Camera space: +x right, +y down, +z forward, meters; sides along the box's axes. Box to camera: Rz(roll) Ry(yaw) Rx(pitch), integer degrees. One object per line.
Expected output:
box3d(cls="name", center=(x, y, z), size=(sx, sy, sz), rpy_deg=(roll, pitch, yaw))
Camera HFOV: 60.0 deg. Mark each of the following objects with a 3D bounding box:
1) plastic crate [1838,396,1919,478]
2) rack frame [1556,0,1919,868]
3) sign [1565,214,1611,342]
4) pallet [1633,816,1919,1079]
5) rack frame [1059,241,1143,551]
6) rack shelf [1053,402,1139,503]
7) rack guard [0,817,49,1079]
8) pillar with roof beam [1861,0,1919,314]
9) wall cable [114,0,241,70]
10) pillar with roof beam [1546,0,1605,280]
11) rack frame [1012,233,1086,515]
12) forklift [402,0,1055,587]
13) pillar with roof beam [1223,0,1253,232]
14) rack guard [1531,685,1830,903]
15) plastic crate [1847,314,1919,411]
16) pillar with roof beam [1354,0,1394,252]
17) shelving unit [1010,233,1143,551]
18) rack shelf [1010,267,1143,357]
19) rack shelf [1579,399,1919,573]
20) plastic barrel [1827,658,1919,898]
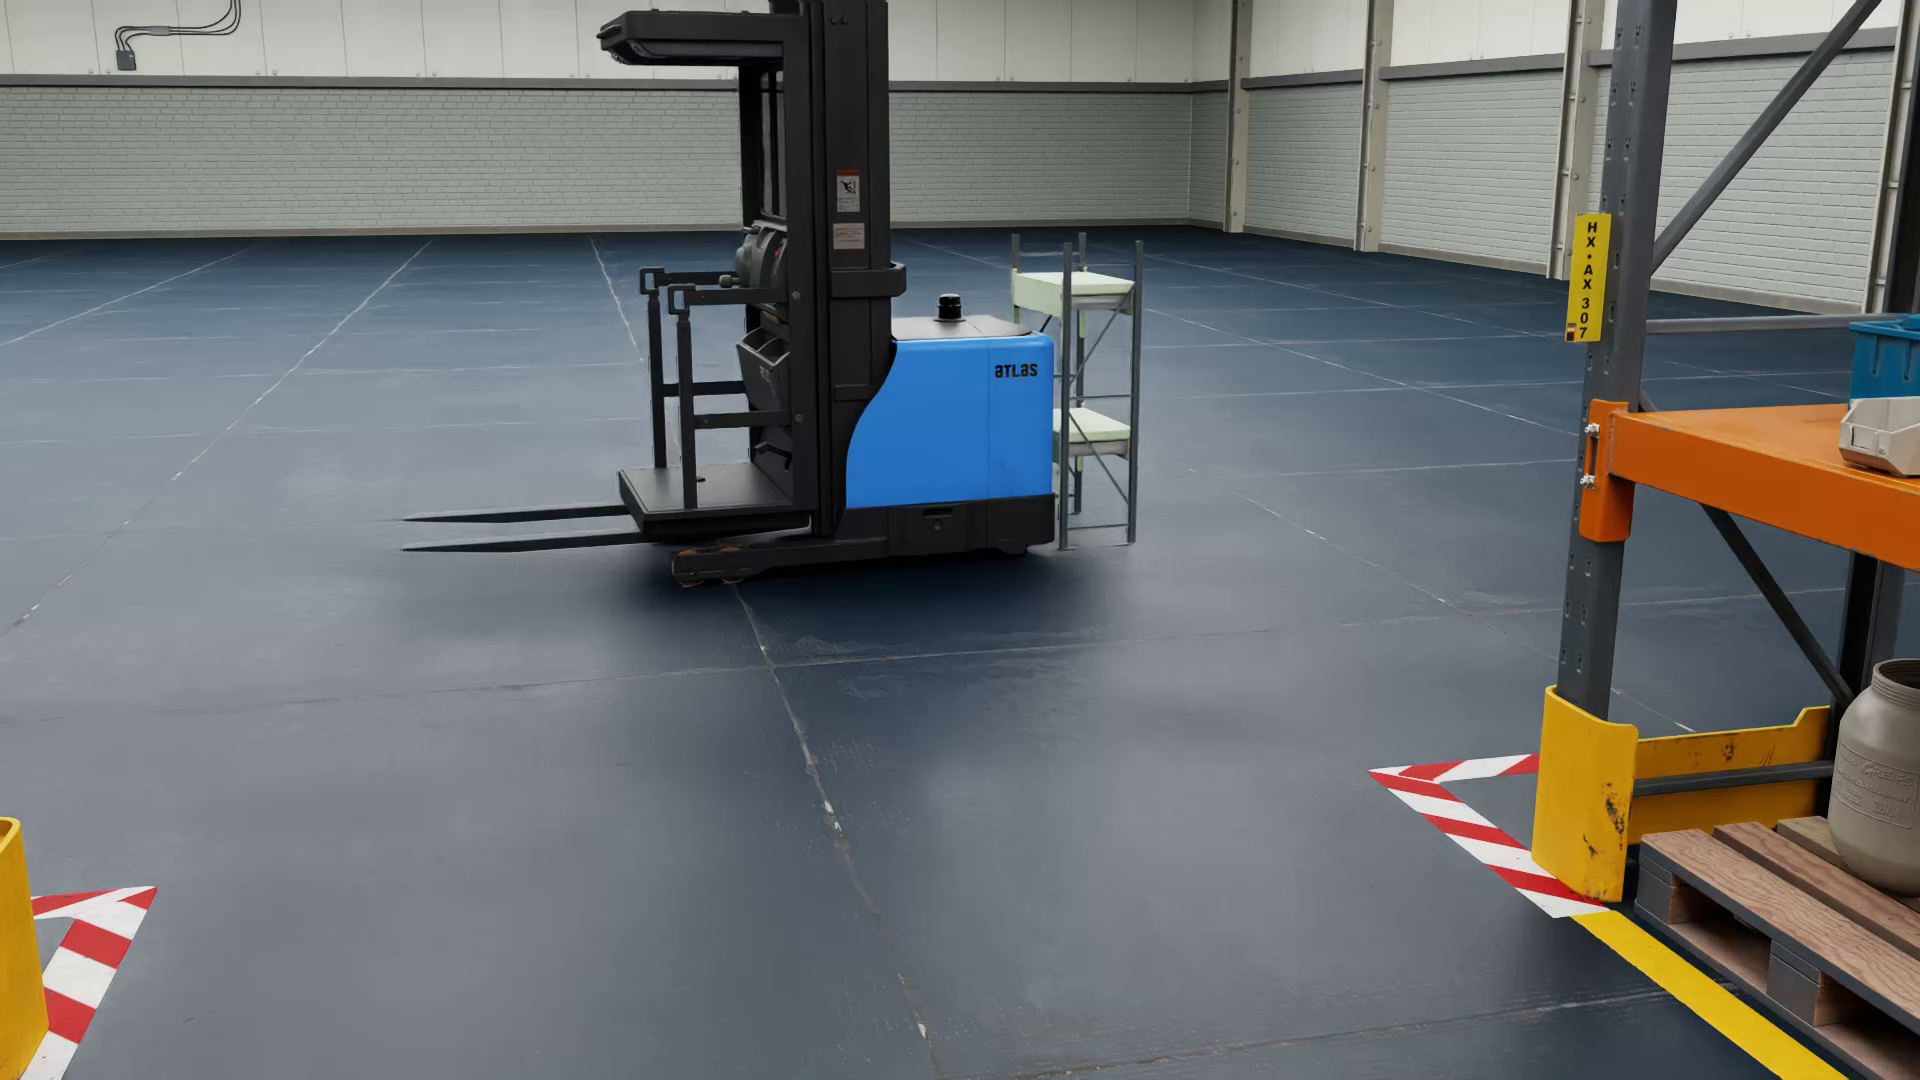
box3d(cls="plastic crate", center=(2.052, -0.217, 3.552), size=(0.298, 0.136, 0.250), rpy_deg=(-3, 14, -13))
box3d(cls="rack frame", center=(2.154, -0.570, 4.440), size=(1.000, 3.000, 0.127), rpy_deg=(-3, 14, -13))
box3d(cls="sign", center=(1.619, -0.675, 4.285), size=(0.100, 0.325, 0.005), rpy_deg=(-3, 14, -13))
box3d(cls="pallet", center=(2.404, 0.987, 3.941), size=(1.003, 0.211, 1.213), rpy_deg=(-3, 14, -13))
box3d(cls="rack frame", center=(0.685, -0.692, 8.099), size=(0.400, 1.500, 0.023), rpy_deg=(-4, 14, -17))
box3d(cls="rack shelf", center=(0.574, -0.458, 8.515), size=(0.431, 0.370, 0.720), rpy_deg=(-4, 14, -17))
box3d(cls="rack guard", center=(-2.642, 0.938, 3.535), size=(1.175, 0.500, 0.348), rpy_deg=(-3, 14, -13))
box3d(cls="pillar with roof beam", center=(5.787, -6.452, 15.873), size=(9.100, 9.000, 0.400), rpy_deg=(-3, 14, -13))
box3d(cls="wall cable", center=(-15.050, -12.019, 31.496), size=(2.305, 6.003, 0.169), rpy_deg=(-3, 14, -13))
box3d(cls="pillar with roof beam", center=(4.378, -7.836, 21.539), size=(9.100, 9.000, 0.400), rpy_deg=(-3, 14, -13))
box3d(cls="rack frame", center=(0.463, -0.858, 8.777), size=(0.400, 1.500, 0.023), rpy_deg=(-4, 14, -17))
box3d(cls="forklift", center=(-1.114, -1.350, 7.778), size=(3.031, 2.935, 1.130), rpy_deg=(-4, 14, -17))
box3d(cls="pillar with roof beam", center=(1.559, -10.604, 32.870), size=(9.100, 9.000, 0.400), rpy_deg=(-3, 14, -13))
box3d(cls="rack guard", center=(2.218, 0.659, 4.675), size=(1.175, 0.500, 0.348), rpy_deg=(-3, 14, -13))
box3d(cls="plastic crate", center=(2.563, -0.399, 4.053), size=(0.499, 0.251, 0.616), rpy_deg=(-3, 14, -13))
box3d(cls="pillar with roof beam", center=(2.968, -9.220, 27.204), size=(9.100, 9.000, 0.400), rpy_deg=(-3, 14, -13))
box3d(cls="shelving unit", center=(0.574, -0.775, 8.438), size=(0.431, 1.500, 0.755), rpy_deg=(-4, 14, -17))
box3d(cls="rack shelf", center=(0.574, -1.154, 8.345), size=(0.431, 0.370, 0.720), rpy_deg=(-4, 14, -17))
box3d(cls="rack shelf", center=(2.624, 0.241, 2.636), size=(1.077, 0.370, 4.000), rpy_deg=(-3, 14, -13))
box3d(cls="plastic barrel", center=(2.383, 0.582, 4.081), size=(0.421, 0.512, 0.421), rpy_deg=(0, 14, 0))
